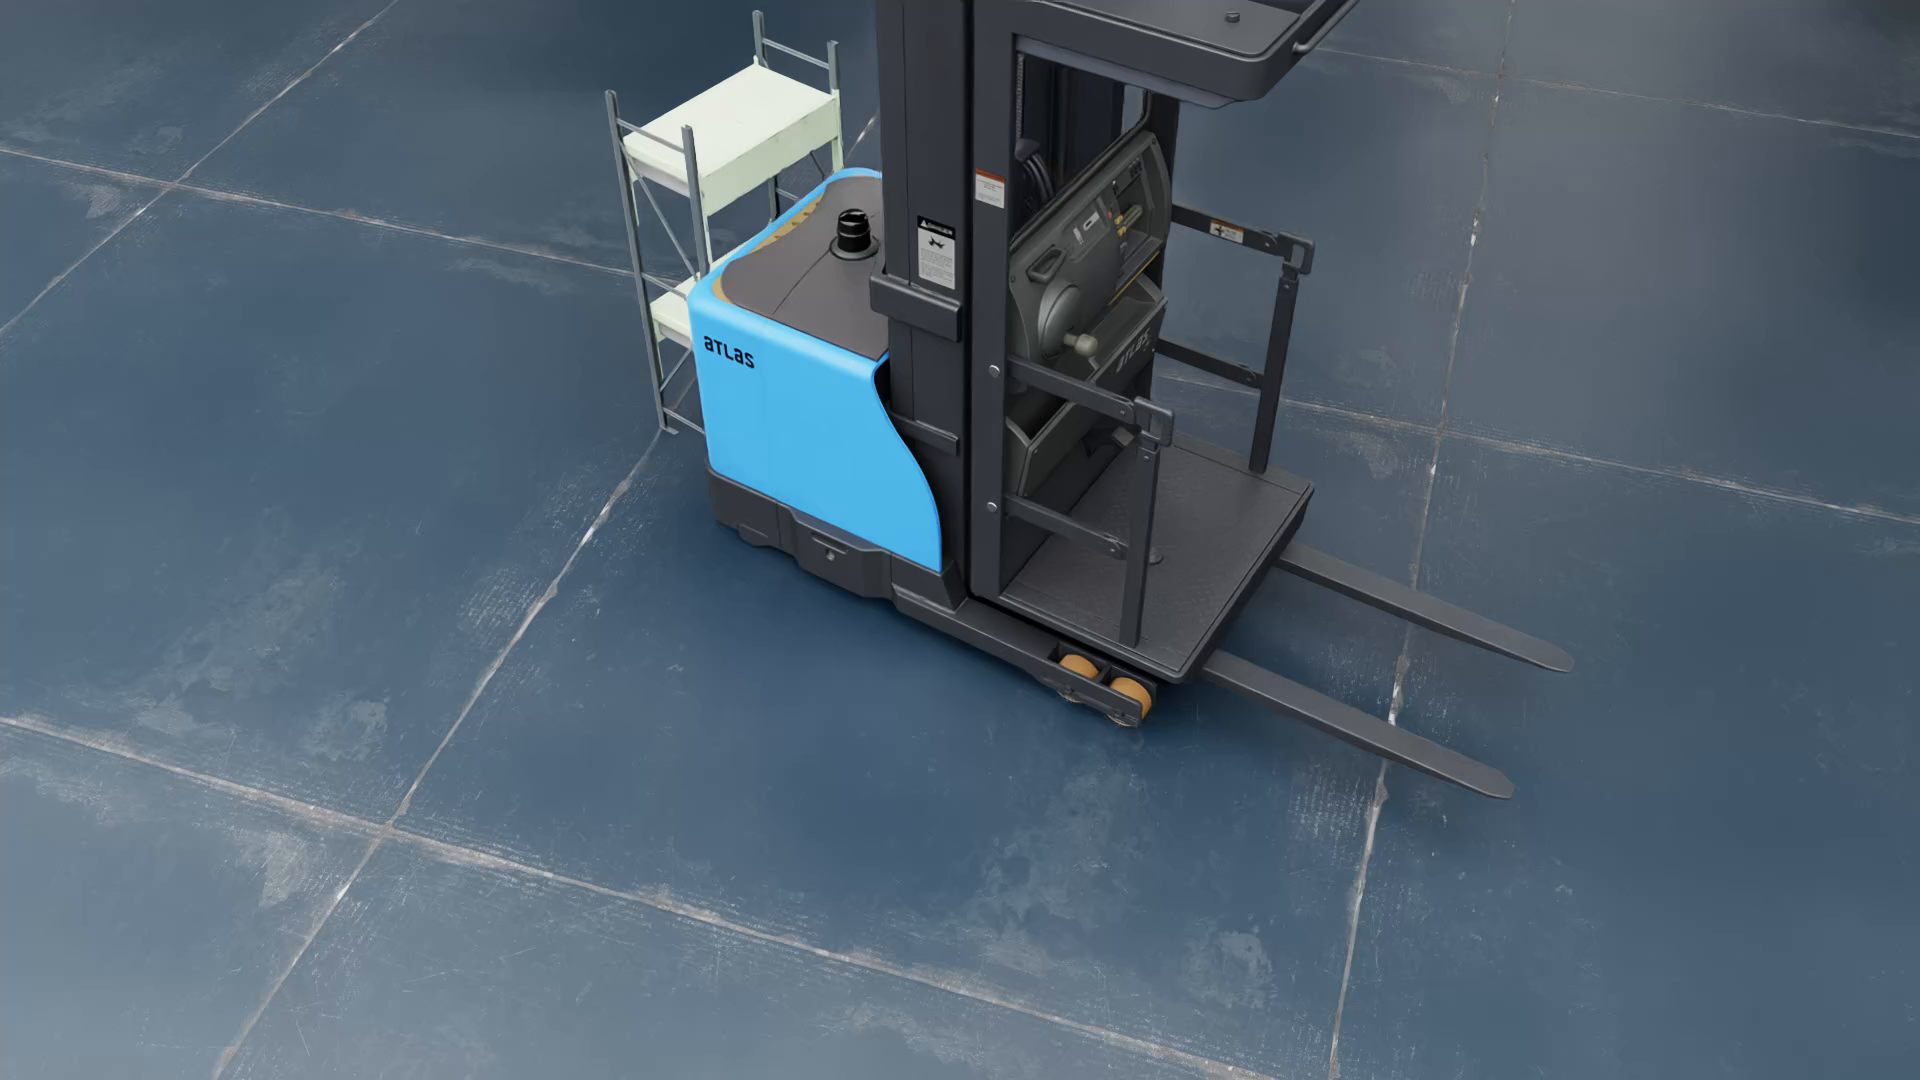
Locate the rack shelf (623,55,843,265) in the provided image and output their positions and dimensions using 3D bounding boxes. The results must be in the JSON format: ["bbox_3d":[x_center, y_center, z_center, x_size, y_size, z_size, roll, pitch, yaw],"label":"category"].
[{"bbox_3d":[-0.822,-1.391,6.041,0.431,0.370,0.720,29,51,26],"label":"rack shelf"}]

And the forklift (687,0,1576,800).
[{"bbox_3d":[0.585,-0.848,5.021,3.031,2.935,1.130,24,49,22],"label":"forklift"}]

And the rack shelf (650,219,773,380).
[{"bbox_3d":[-0.822,-0.879,6.542,0.431,0.370,0.720,29,51,26],"label":"rack shelf"}]

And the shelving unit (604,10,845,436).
[{"bbox_3d":[-0.822,-1.112,6.314,0.431,1.500,0.755,29,51,26],"label":"shelving unit"}]

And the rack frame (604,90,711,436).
[{"bbox_3d":[-1.048,-0.911,6.108,0.400,1.500,0.023,29,51,26],"label":"rack frame"}]

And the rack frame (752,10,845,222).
[{"bbox_3d":[-0.596,-1.313,6.519,0.400,1.500,0.023,29,51,26],"label":"rack frame"}]
